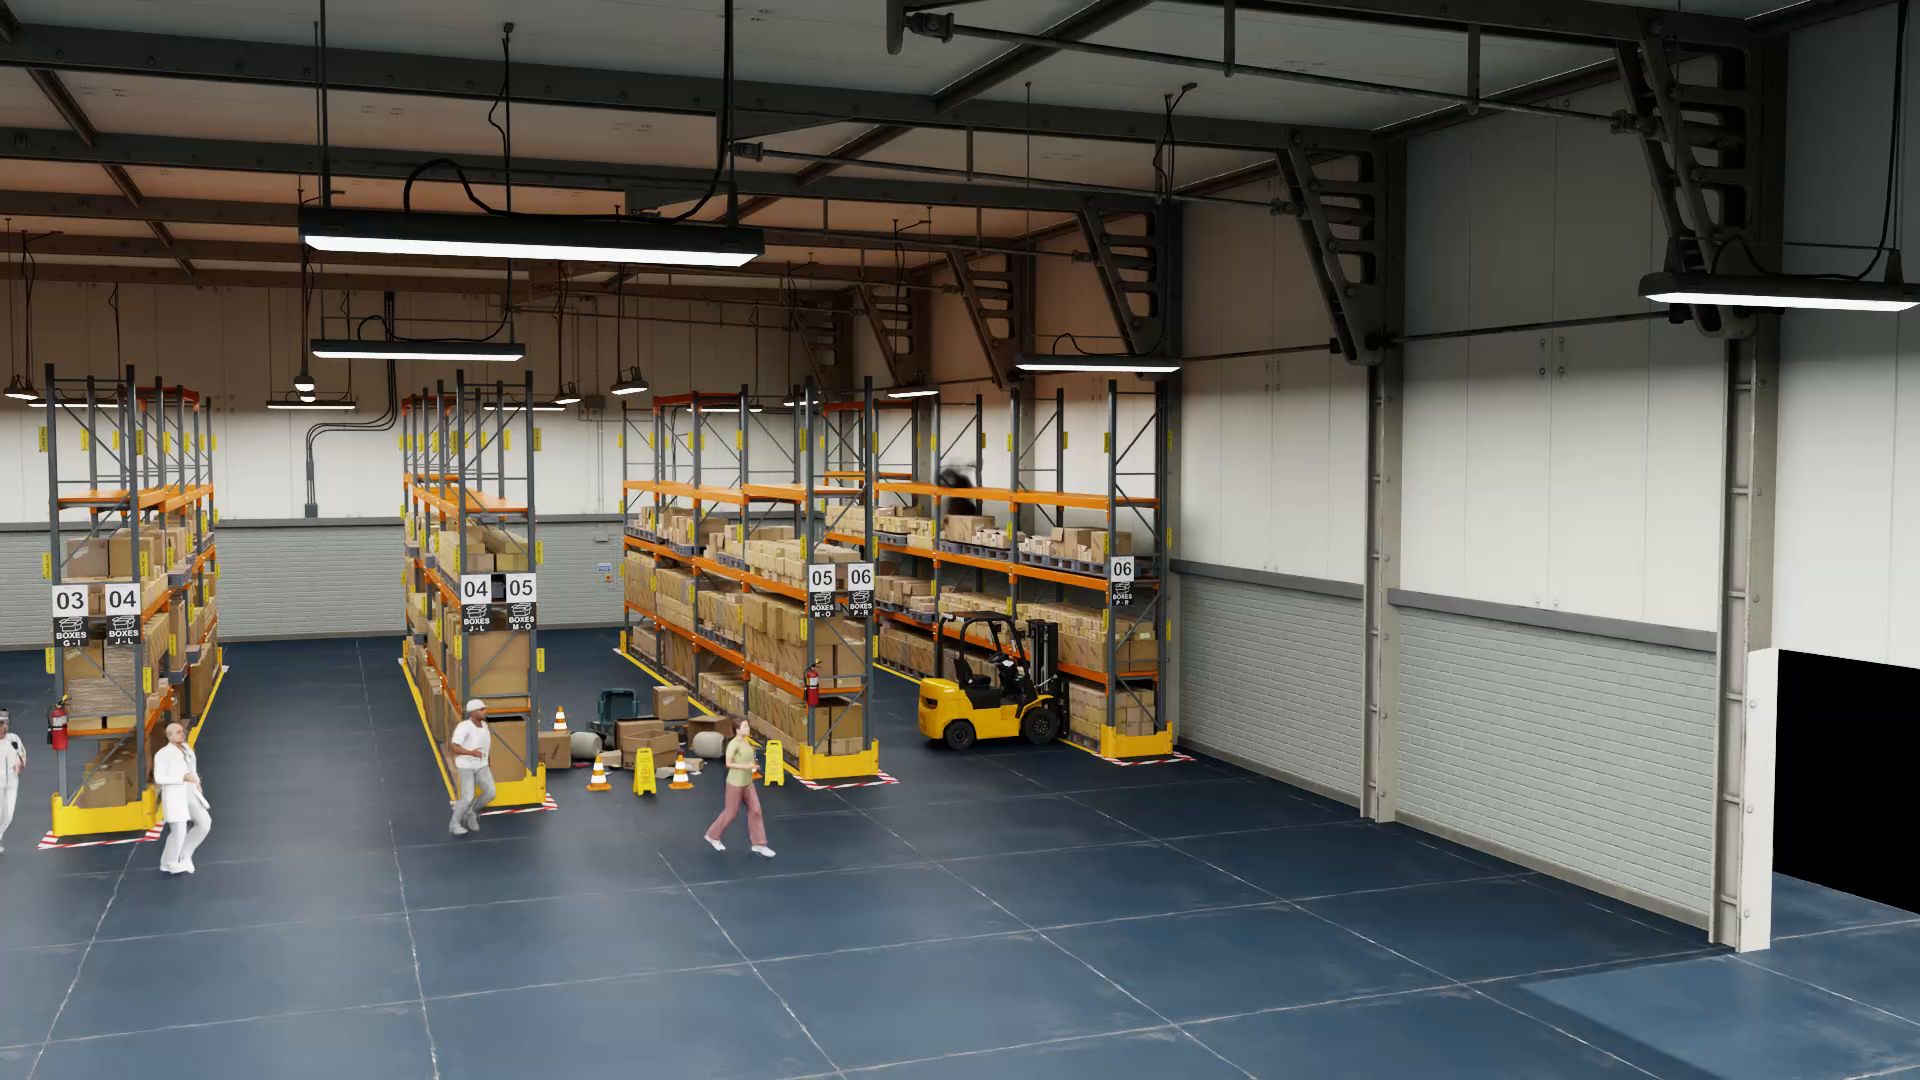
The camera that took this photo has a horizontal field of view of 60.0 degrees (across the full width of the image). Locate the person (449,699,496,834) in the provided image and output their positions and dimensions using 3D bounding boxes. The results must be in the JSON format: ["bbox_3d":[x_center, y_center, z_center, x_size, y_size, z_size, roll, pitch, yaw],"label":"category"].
[{"bbox_3d":[-6.184,2.900,21.300,0.627,1.709,0.705,2,4,31],"label":"person"}]

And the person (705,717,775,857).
[{"bbox_3d":[-2.687,2.975,20.121,0.917,1.683,0.566,1,4,22],"label":"person"}]

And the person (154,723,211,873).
[{"bbox_3d":[-8.968,3.001,19.239,0.686,1.771,0.692,1,4,19],"label":"person"}]

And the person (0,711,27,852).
[{"bbox_3d":[-11.637,2.951,20.174,0.628,1.759,0.653,2,4,32],"label":"person"}]
